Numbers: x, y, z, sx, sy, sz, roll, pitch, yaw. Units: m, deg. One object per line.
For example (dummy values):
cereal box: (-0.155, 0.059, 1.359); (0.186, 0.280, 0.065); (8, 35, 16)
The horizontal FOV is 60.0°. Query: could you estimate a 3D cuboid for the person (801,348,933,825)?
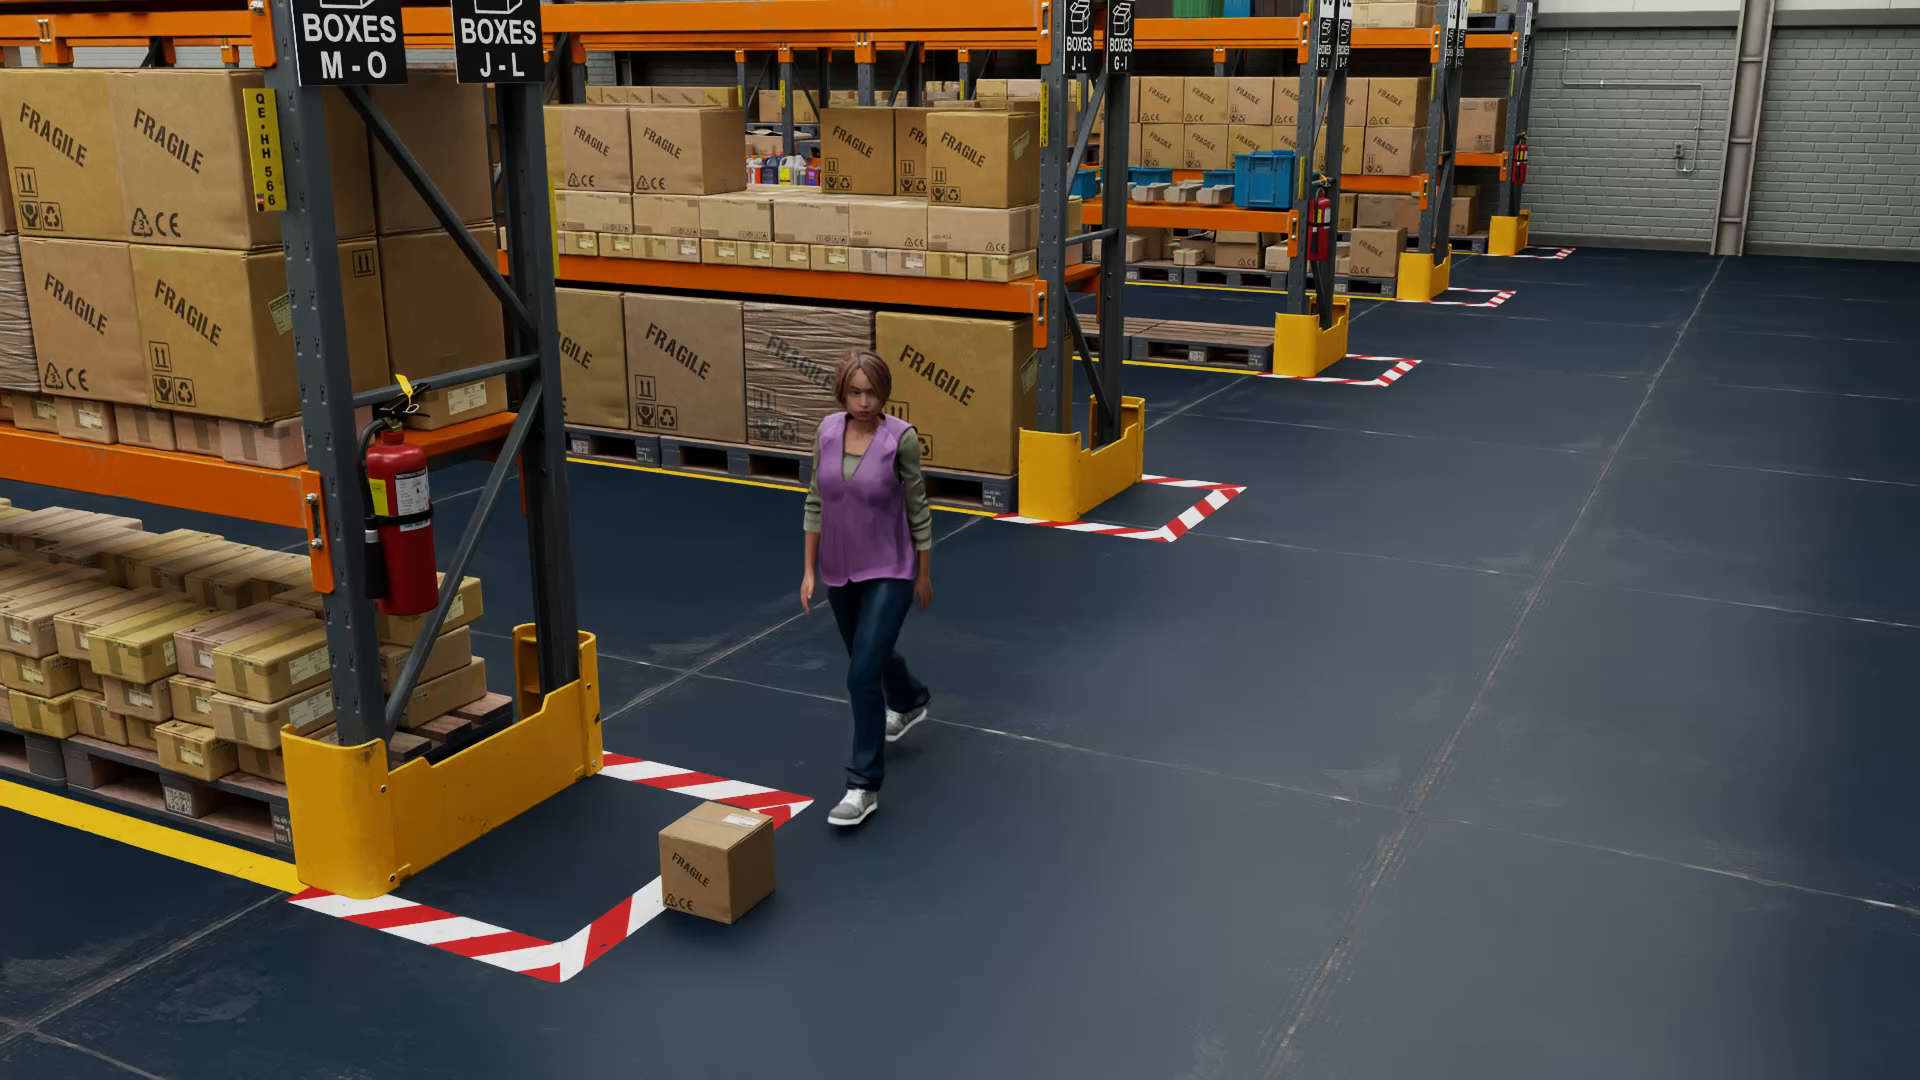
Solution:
person: (-0.311, 0.109, 5.702); (0.424, 1.538, 0.880); (8, 18, 27)
